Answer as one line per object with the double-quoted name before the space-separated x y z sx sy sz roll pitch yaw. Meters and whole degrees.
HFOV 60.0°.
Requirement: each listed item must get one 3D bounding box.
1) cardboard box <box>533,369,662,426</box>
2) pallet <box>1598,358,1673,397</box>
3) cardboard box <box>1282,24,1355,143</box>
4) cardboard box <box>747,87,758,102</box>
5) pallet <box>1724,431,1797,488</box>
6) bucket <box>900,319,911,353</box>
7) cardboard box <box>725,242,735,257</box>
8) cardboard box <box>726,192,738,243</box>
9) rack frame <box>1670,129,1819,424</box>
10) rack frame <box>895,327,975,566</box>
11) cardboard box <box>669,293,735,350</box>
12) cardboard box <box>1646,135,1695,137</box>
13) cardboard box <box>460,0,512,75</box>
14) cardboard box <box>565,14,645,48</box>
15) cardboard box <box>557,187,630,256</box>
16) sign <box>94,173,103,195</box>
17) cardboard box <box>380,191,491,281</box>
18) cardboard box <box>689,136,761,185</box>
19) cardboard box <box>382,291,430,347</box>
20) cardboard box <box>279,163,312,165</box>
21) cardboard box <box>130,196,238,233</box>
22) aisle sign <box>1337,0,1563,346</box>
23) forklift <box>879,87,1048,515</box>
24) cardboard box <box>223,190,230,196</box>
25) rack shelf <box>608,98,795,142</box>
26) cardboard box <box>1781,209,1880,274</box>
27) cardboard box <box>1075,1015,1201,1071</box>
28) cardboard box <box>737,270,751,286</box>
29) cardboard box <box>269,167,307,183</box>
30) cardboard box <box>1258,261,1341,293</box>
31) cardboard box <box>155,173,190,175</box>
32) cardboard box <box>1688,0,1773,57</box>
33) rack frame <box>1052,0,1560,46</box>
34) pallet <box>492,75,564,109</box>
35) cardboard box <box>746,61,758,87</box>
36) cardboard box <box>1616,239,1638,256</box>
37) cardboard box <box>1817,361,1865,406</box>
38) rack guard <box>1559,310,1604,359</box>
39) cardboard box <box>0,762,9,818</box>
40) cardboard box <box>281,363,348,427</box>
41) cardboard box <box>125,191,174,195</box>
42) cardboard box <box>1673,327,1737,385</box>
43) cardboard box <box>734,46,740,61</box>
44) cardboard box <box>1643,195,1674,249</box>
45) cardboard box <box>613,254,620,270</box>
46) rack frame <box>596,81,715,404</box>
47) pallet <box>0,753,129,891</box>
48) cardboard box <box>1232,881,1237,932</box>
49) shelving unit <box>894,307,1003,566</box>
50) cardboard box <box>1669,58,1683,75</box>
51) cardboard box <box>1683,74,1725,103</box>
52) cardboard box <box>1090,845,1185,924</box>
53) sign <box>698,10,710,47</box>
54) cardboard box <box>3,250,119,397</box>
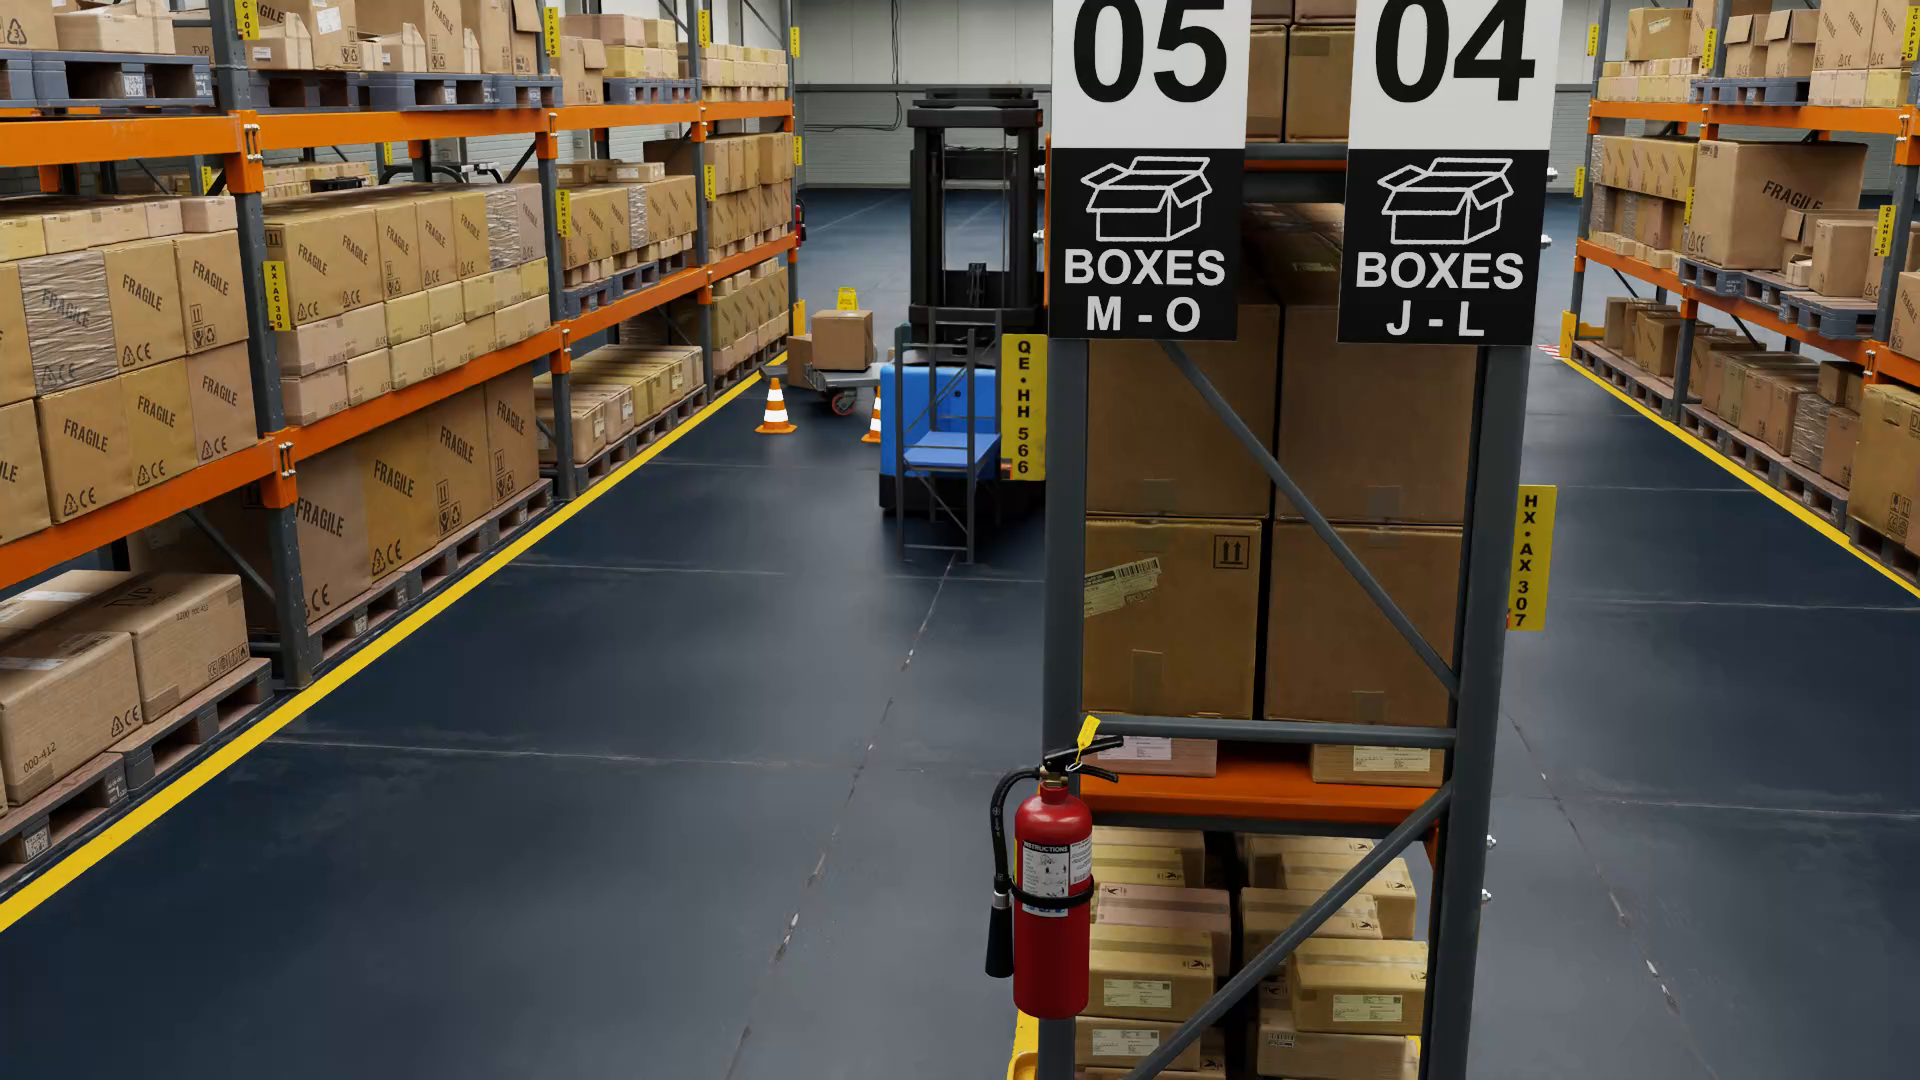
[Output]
"cardboard box" -3.097 -1.221 14.160 0.950 0.372 0.625 2 15 8
"pallet" 7.137 -1.644 16.839 1.003 0.211 1.213 2 15 6
"cardboard box" 0.995 -1.042 3.811 0.500 0.250 0.500 2 15 8
"cardboard box" -2.326 -4.653 17.360 0.380 0.149 0.250 2 15 6
"pallet" 6.740 -0.633 13.097 1.003 0.211 1.213 2 15 6
"bucket" -0.231 -1.927 15.901 0.726 0.611 0.620 7 27 25
"cardboard box" -2.492 -2.941 16.772 0.380 0.149 0.250 2 15 8
"cardboard box" -2.525 -3.218 16.556 0.500 0.500 0.500 2 15 6
"rack frame" 6.961 -2.498 14.653 1.000 3.000 0.127 2 15 6
"rack frame" -0.155 -0.577 10.421 0.500 1.500 0.032 3 15 11
"cardboard box" -2.551 -2.172 16.475 0.500 0.500 0.500 2 15 9
"cardboard box" 7.596 -4.060 17.753 0.500 0.500 0.500 2 15 6
"cardboard box" -3.260 -3.189 10.466 0.700 0.500 0.500 1 15 3
"cardboard box" -2.918 -4.190 13.690 0.500 0.250 0.500 2 15 7
"cardboard box" -2.951 -2.530 13.206 0.500 0.500 0.500 2 15 7
"sign" -8.370 -3.407 16.205 0.100 0.325 0.005 2 15 6
"cardboard box" -3.248 -1.880 10.259 0.500 0.500 0.500 2 15 6
"cardboard box" -2.489 -3.971 17.425 0.700 0.500 0.500 2 15 6
"cardboard box" -3.344 -1.256 9.389 0.500 0.250 0.500 2 15 7
"cardboard box" -7.696 -4.261 19.169 0.380 0.149 0.250 2 15 7
"cardboard box" -3.507 -1.470 7.501 0.380 0.149 0.250 1 15 5
"aisle sign" 0.980 -0.785 3.338 0.394 0.787 0.004 2 15 6
"forklift" 0.220 -1.930 12.685 1.130 2.935 3.031 3 15 11
"cardboard box" -7.493 -3.439 16.698 0.380 0.149 0.250 2 15 8
"rack shelf" -2.660 -4.409 17.353 1.077 0.370 4.000 2 15 6
"cardboard box" 6.857 -2.298 12.912 0.797 0.503 0.637 3 15 12
"cardboard box" 0.466 1.327 4.596 0.380 0.149 0.250 1 15 5
"cardboard box" -2.393 -2.719 17.256 0.380 0.149 0.250 3 15 9
"cardboard box" -7.365 -3.980 18.131 0.380 0.149 0.250 2 15 7
"cardboard box" 1.055 -0.472 4.484 0.500 0.500 0.500 2 15 8
"cardboard box" -7.996 -3.665 16.964 0.380 0.149 0.250 2 15 6
"cardboard box" 6.759 -4.503 14.604 0.500 0.500 0.500 1 15 5
"rack frame" 0.690 -2.454 2.997 1.000 3.000 0.127 2 15 6
"pallet" -3.357 -2.941 10.906 1.213 0.211 1.003 2 15 9
"cardboard box" -2.391 -4.810 17.173 0.500 0.250 0.500 2 15 7
"cardboard box" 6.878 -2.961 16.847 0.380 0.149 0.250 2 15 6
"cardboard box" 6.605 -1.141 12.143 0.500 0.250 0.500 3 16 13
"rack guard" 7.404 -2.309 18.743 1.175 0.500 0.348 2 15 6
"cardboard box" -4.170 0.945 6.025 0.875 0.438 0.875 2 15 8
"cardboard box" -3.476 -0.749 8.472 0.500 0.250 0.500 1 15 5
"cardboard box" -8.037 -3.387 16.508 0.380 0.149 0.250 2 15 6
"cardboard box" 7.103 -1.745 15.854 0.500 0.500 0.500 7 17 24
"cardboard box" -2.433 -4.913 16.792 0.380 0.149 0.250 1 15 5
"cardboard box" 7.121 -3.066 15.993 0.875 0.500 0.500 2 15 6
"cardboard box" -2.979 -2.264 13.467 0.380 0.149 0.250 2 15 8
"rack frame" -2.886 -2.790 15.733 1.000 3.000 0.127 2 15 6
"pallet" -4.087 1.143 6.529 1.003 0.211 1.213 2 15 6
"cardboard box" 1.109 1.222 5.553 0.380 0.149 0.250 2 15 6
"shelving unit" -0.059 -0.707 10.903 0.538 1.500 1.048 3 15 11
"cardboard box" 6.780 -4.365 15.336 0.380 0.149 0.250 1 15 5
"cardboard box" 6.753 -3.999 14.747 0.500 0.250 0.500 2 15 8
"cardboard box" 0.487 1.049 5.052 0.380 0.149 0.250 1 15 5
"sign" -2.334 -4.662 15.165 0.100 0.325 0.005 2 15 6
"cardboard box" -3.681 -0.852 6.458 0.500 0.500 0.500 2 15 7
